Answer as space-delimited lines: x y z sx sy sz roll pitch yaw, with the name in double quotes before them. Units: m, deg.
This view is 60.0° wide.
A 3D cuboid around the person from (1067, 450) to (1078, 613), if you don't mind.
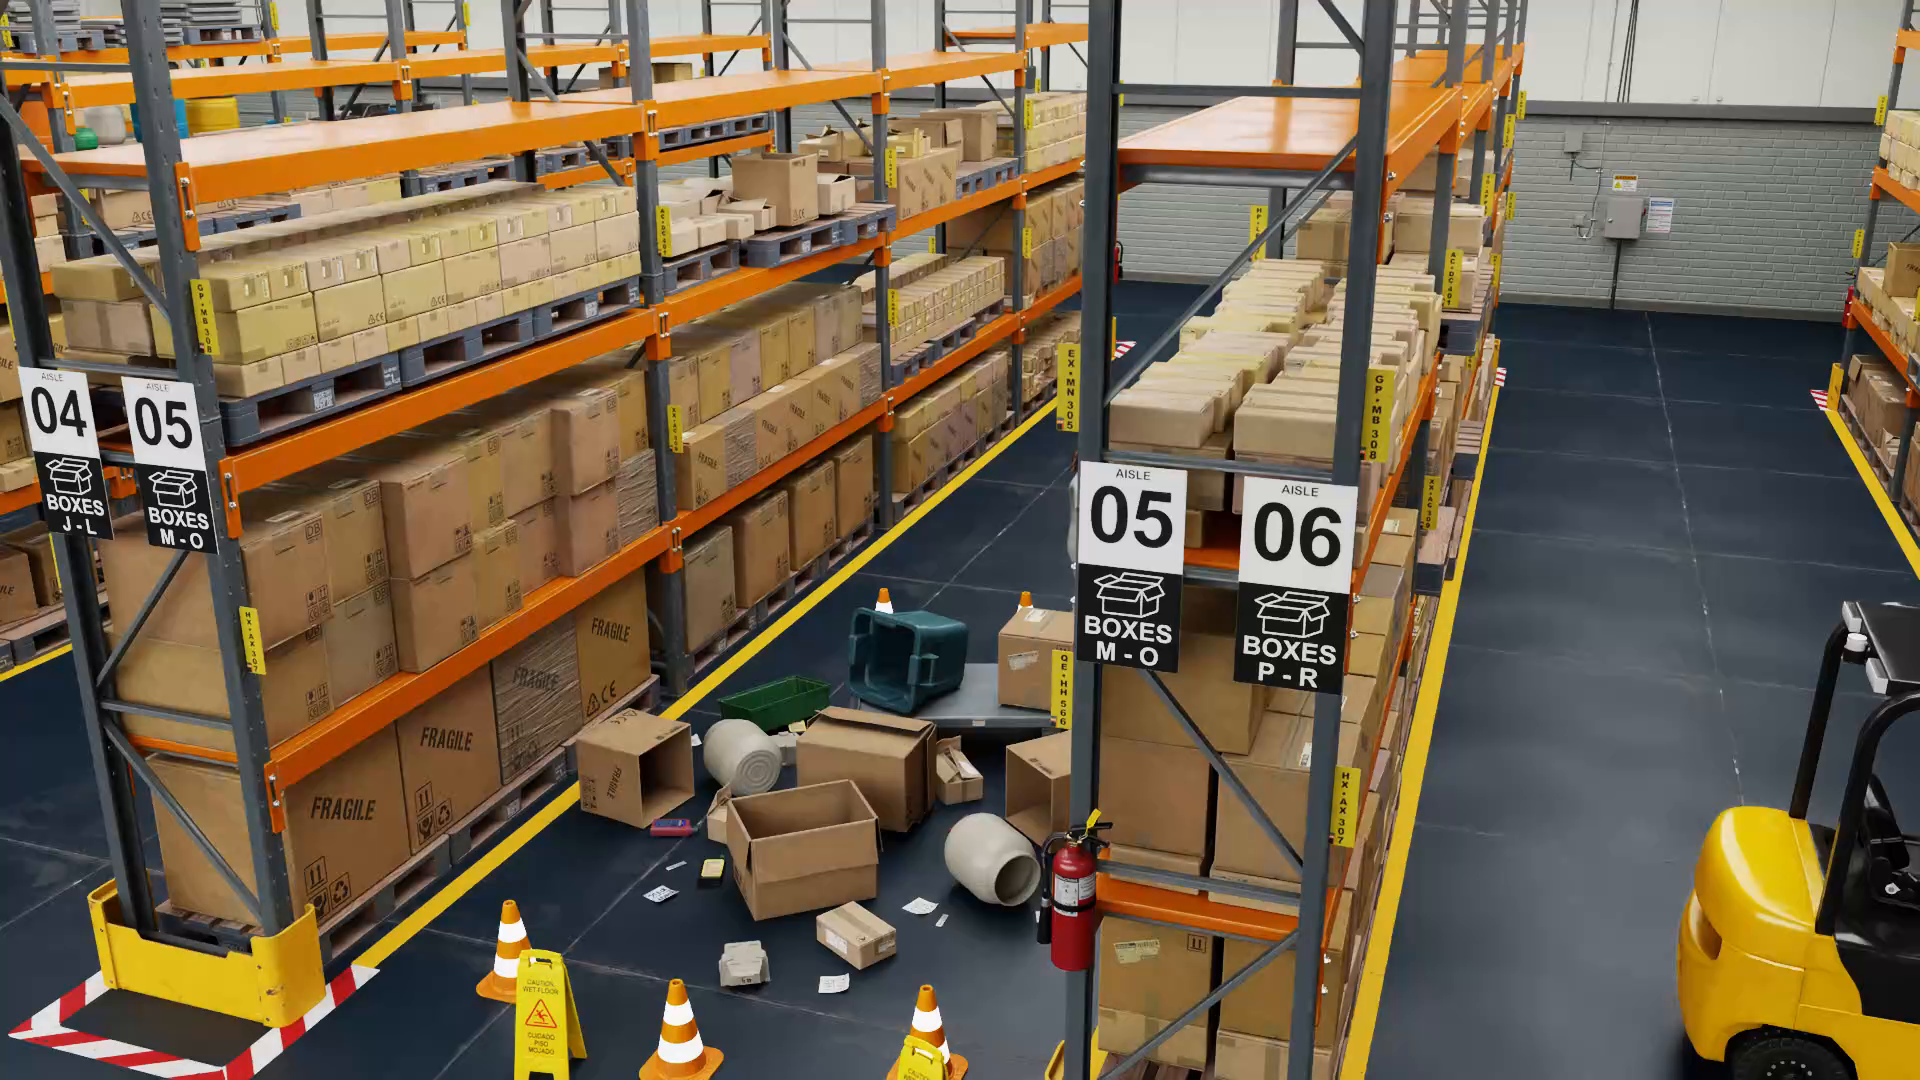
"person" 0.966 0.045 12.464 0.350 1.662 0.449 7 20 19
